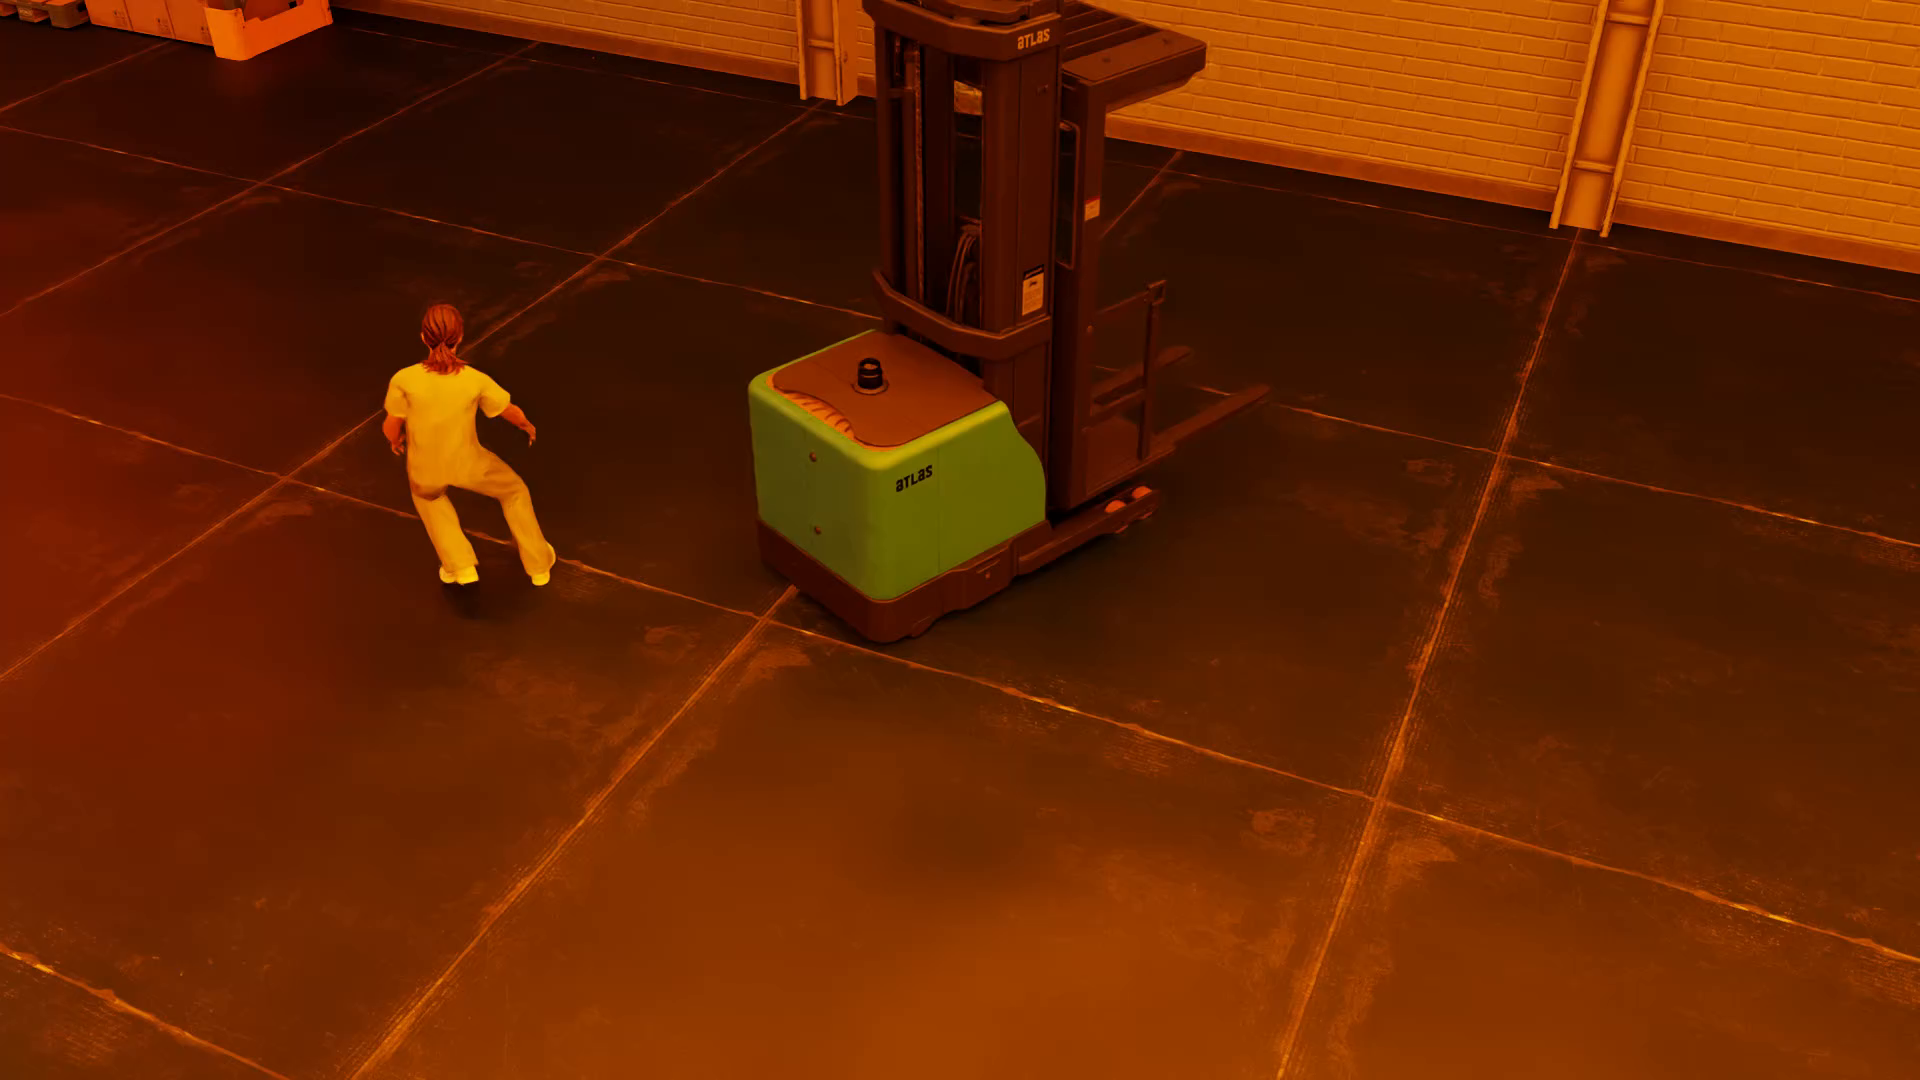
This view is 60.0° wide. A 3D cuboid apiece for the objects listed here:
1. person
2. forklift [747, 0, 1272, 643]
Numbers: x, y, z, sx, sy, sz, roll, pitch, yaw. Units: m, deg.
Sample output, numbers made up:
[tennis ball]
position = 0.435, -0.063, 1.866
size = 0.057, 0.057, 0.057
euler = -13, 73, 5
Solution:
[person]
position = -2.335, -0.414, 7.838
size = 0.664, 1.568, 0.484
euler = -8, 36, -12
[forklift]
position = 0.419, -1.437, 8.102
size = 3.031, 2.935, 1.130
euler = -27, 44, -33
